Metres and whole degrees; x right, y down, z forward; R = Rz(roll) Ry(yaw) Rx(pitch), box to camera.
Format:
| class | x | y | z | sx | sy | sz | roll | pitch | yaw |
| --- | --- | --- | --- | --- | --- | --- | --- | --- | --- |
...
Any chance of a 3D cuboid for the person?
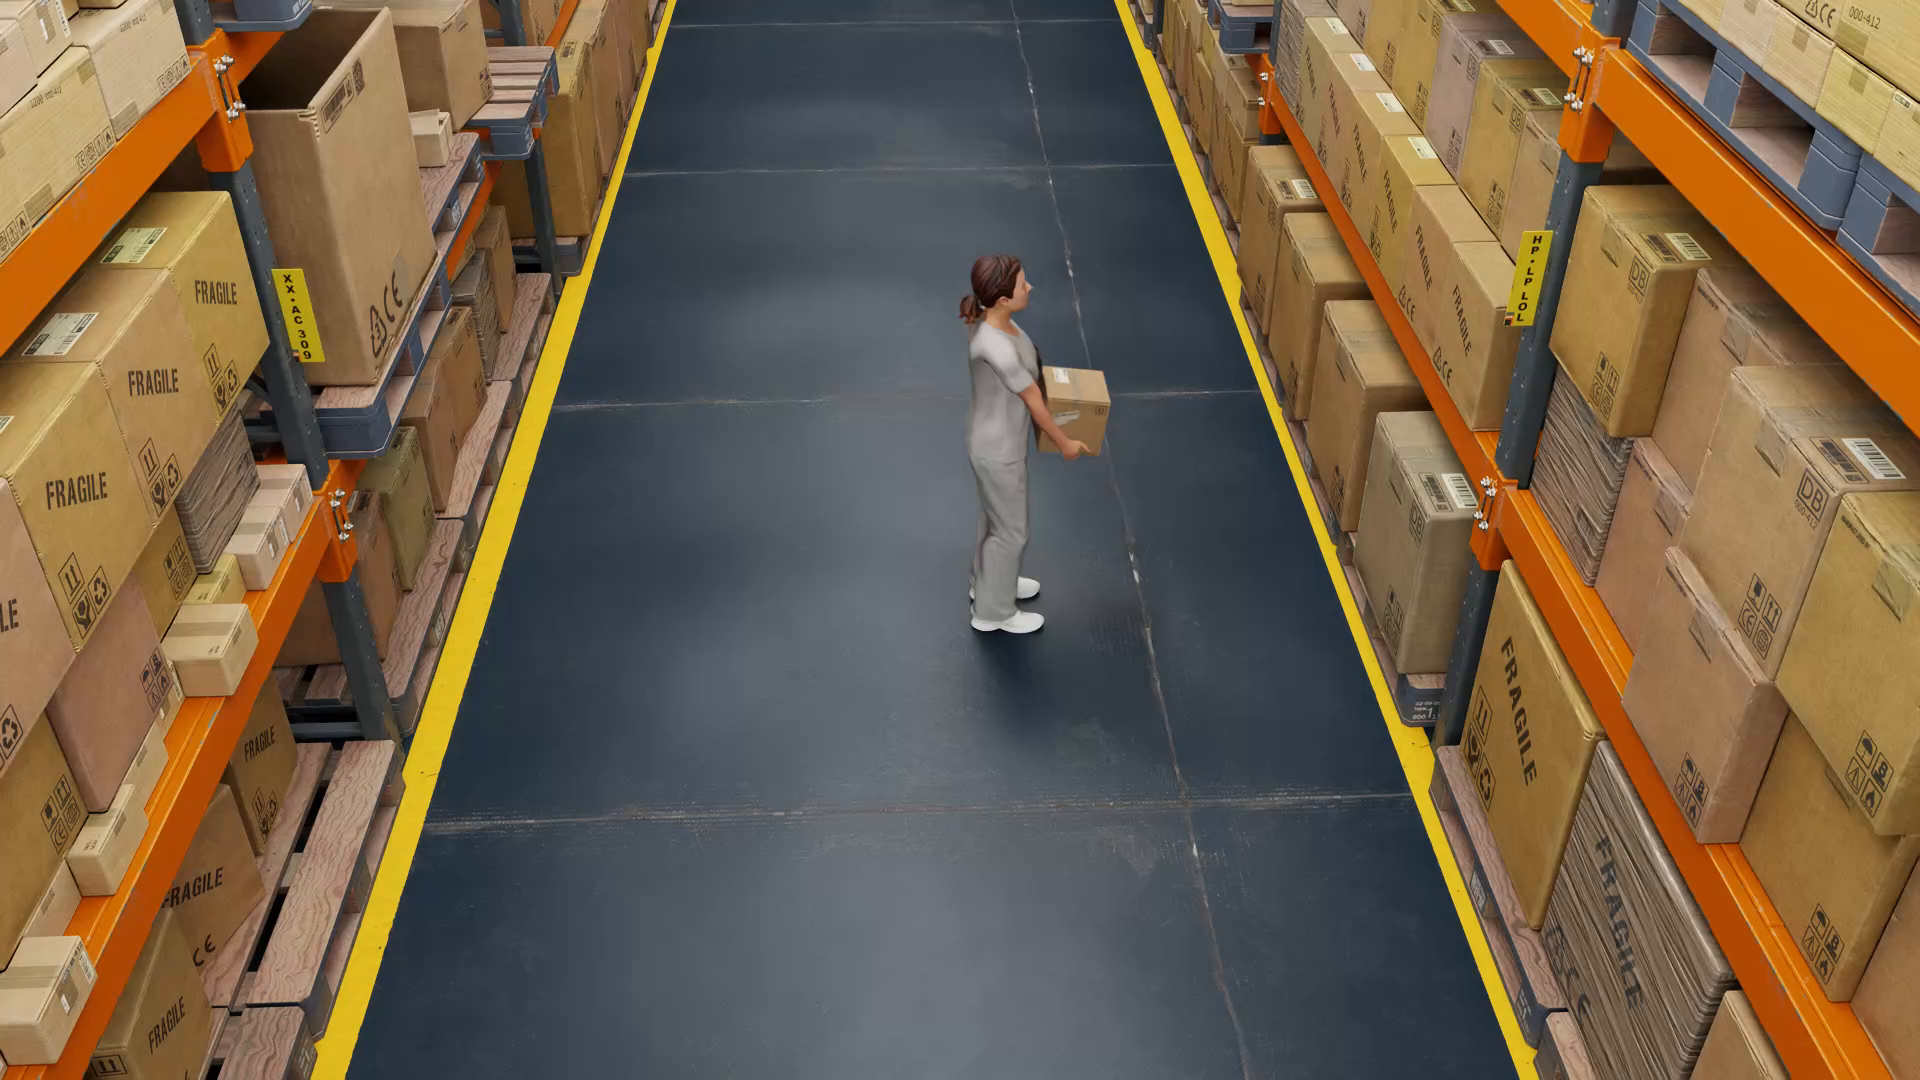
| class | x | y | z | sx | sy | sz | roll | pitch | yaw |
| --- | --- | --- | --- | --- | --- | --- | --- | --- | --- |
| person | 0.246 | -0.385 | 6.700 | 0.525 | 1.668 | 0.409 | -2 | 35 | -3 |
